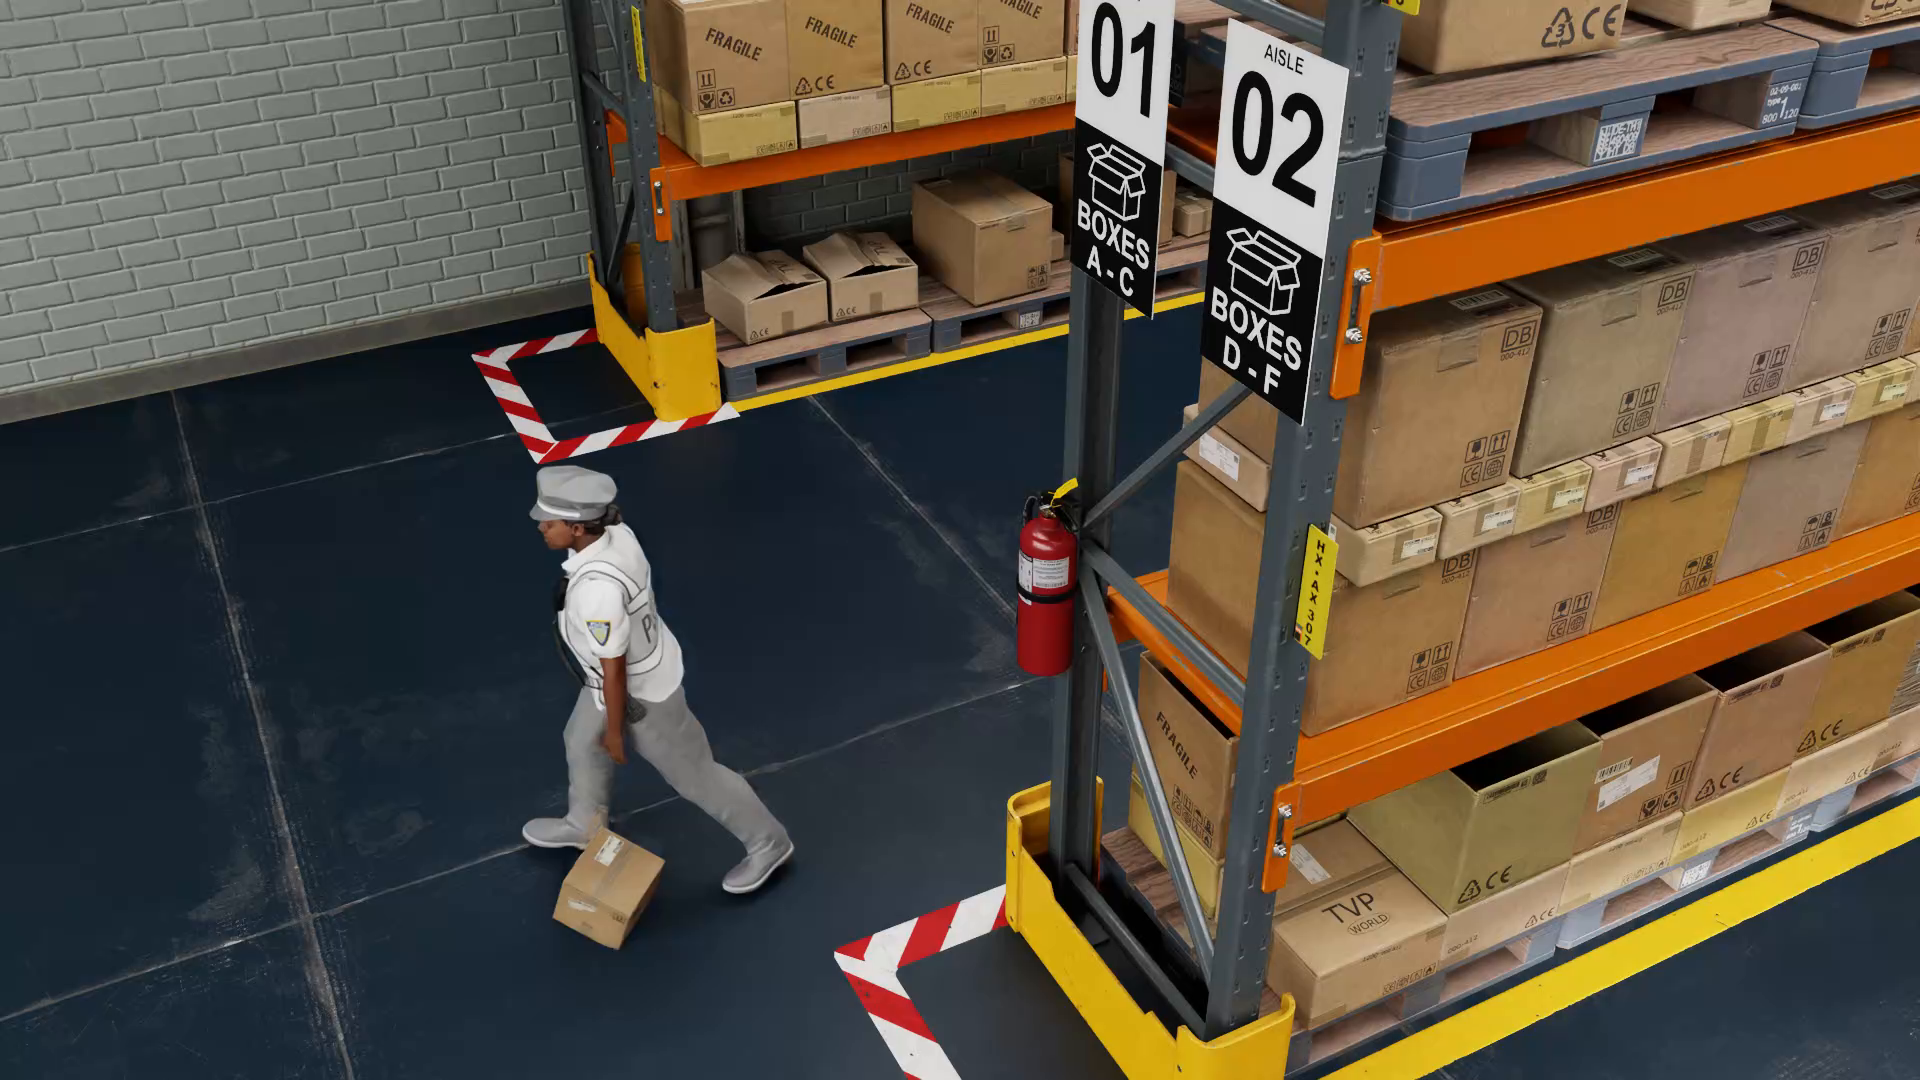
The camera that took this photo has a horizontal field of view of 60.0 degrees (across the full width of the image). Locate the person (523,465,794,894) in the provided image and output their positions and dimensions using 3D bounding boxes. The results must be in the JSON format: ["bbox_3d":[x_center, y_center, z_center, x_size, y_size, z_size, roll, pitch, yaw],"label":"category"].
[{"bbox_3d":[-1.064,0.469,5.446,0.946,1.616,0.488,-5,34,-8],"label":"person"}]
